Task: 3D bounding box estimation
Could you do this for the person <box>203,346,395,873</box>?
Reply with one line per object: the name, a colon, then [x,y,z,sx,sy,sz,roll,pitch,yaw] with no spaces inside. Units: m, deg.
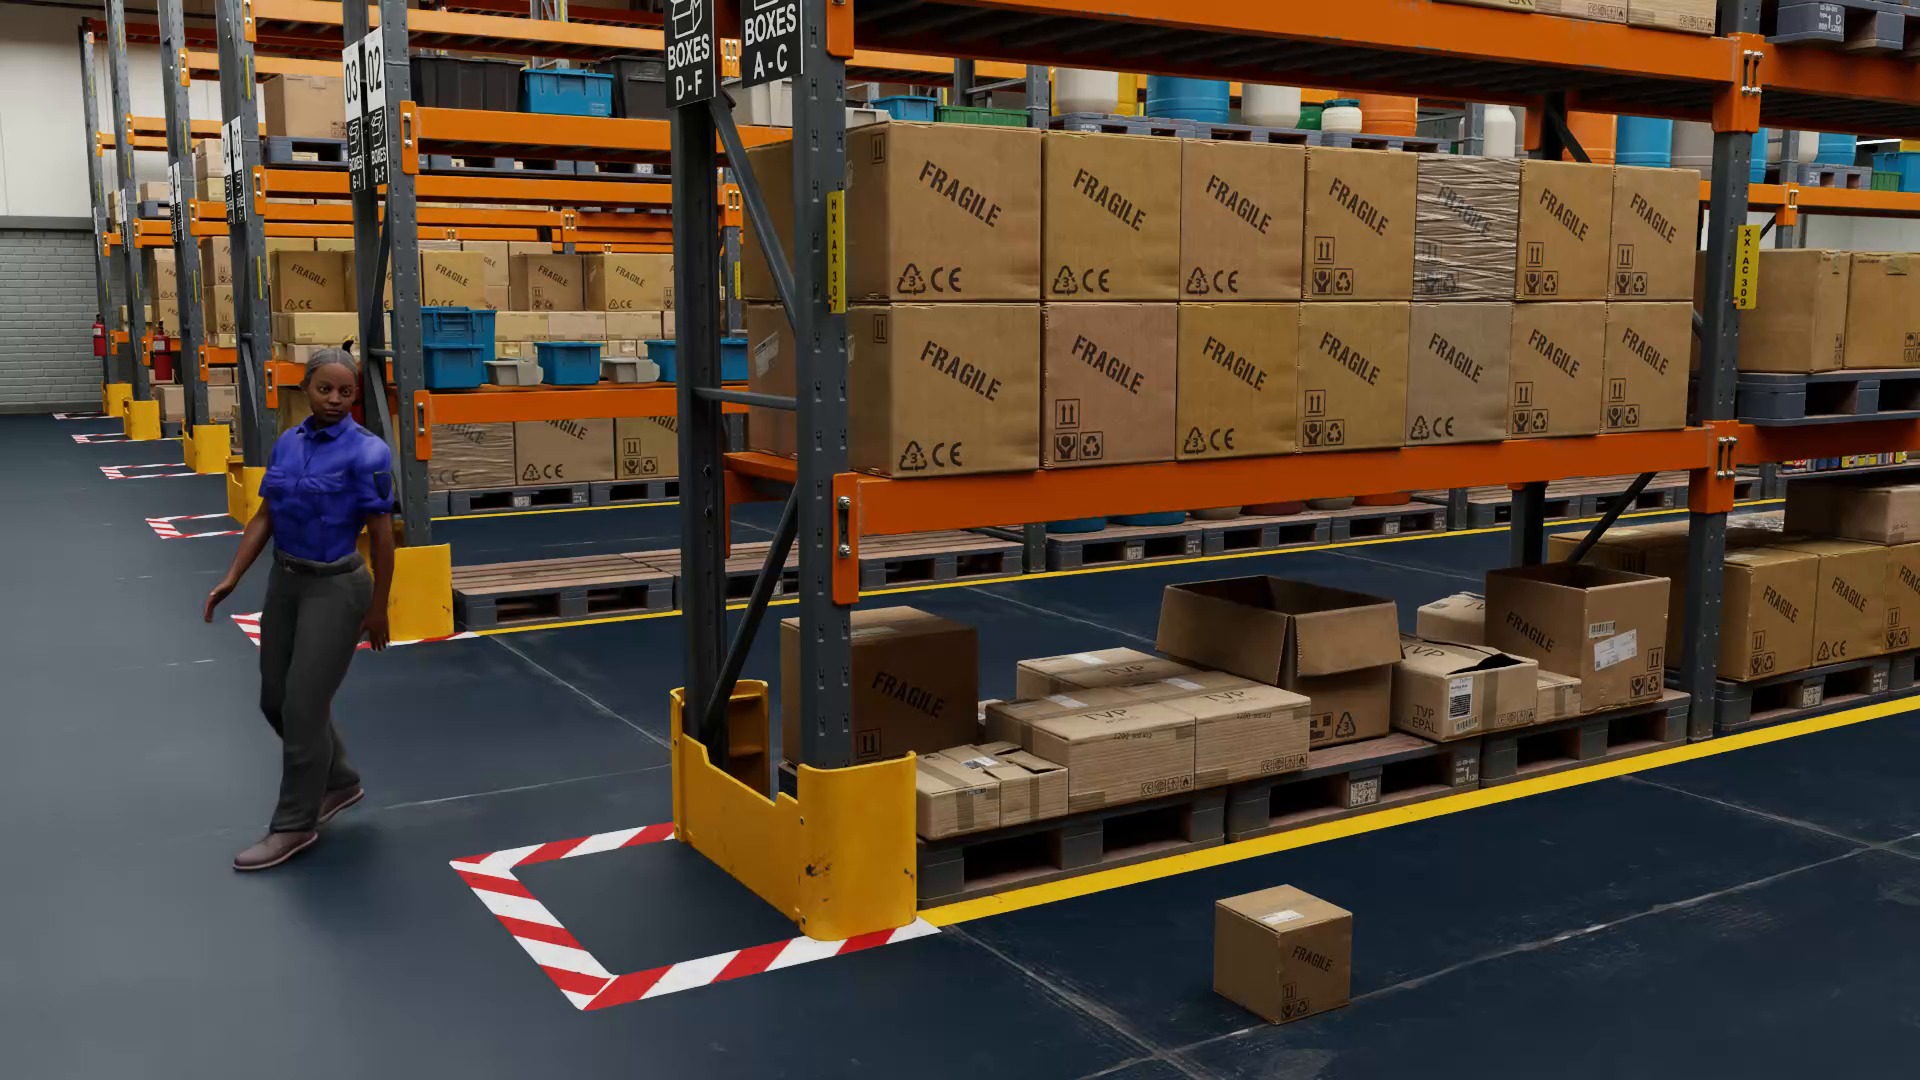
person: [-2.099,0.210,5.392,0.478,1.663,0.571,4,9,27]
